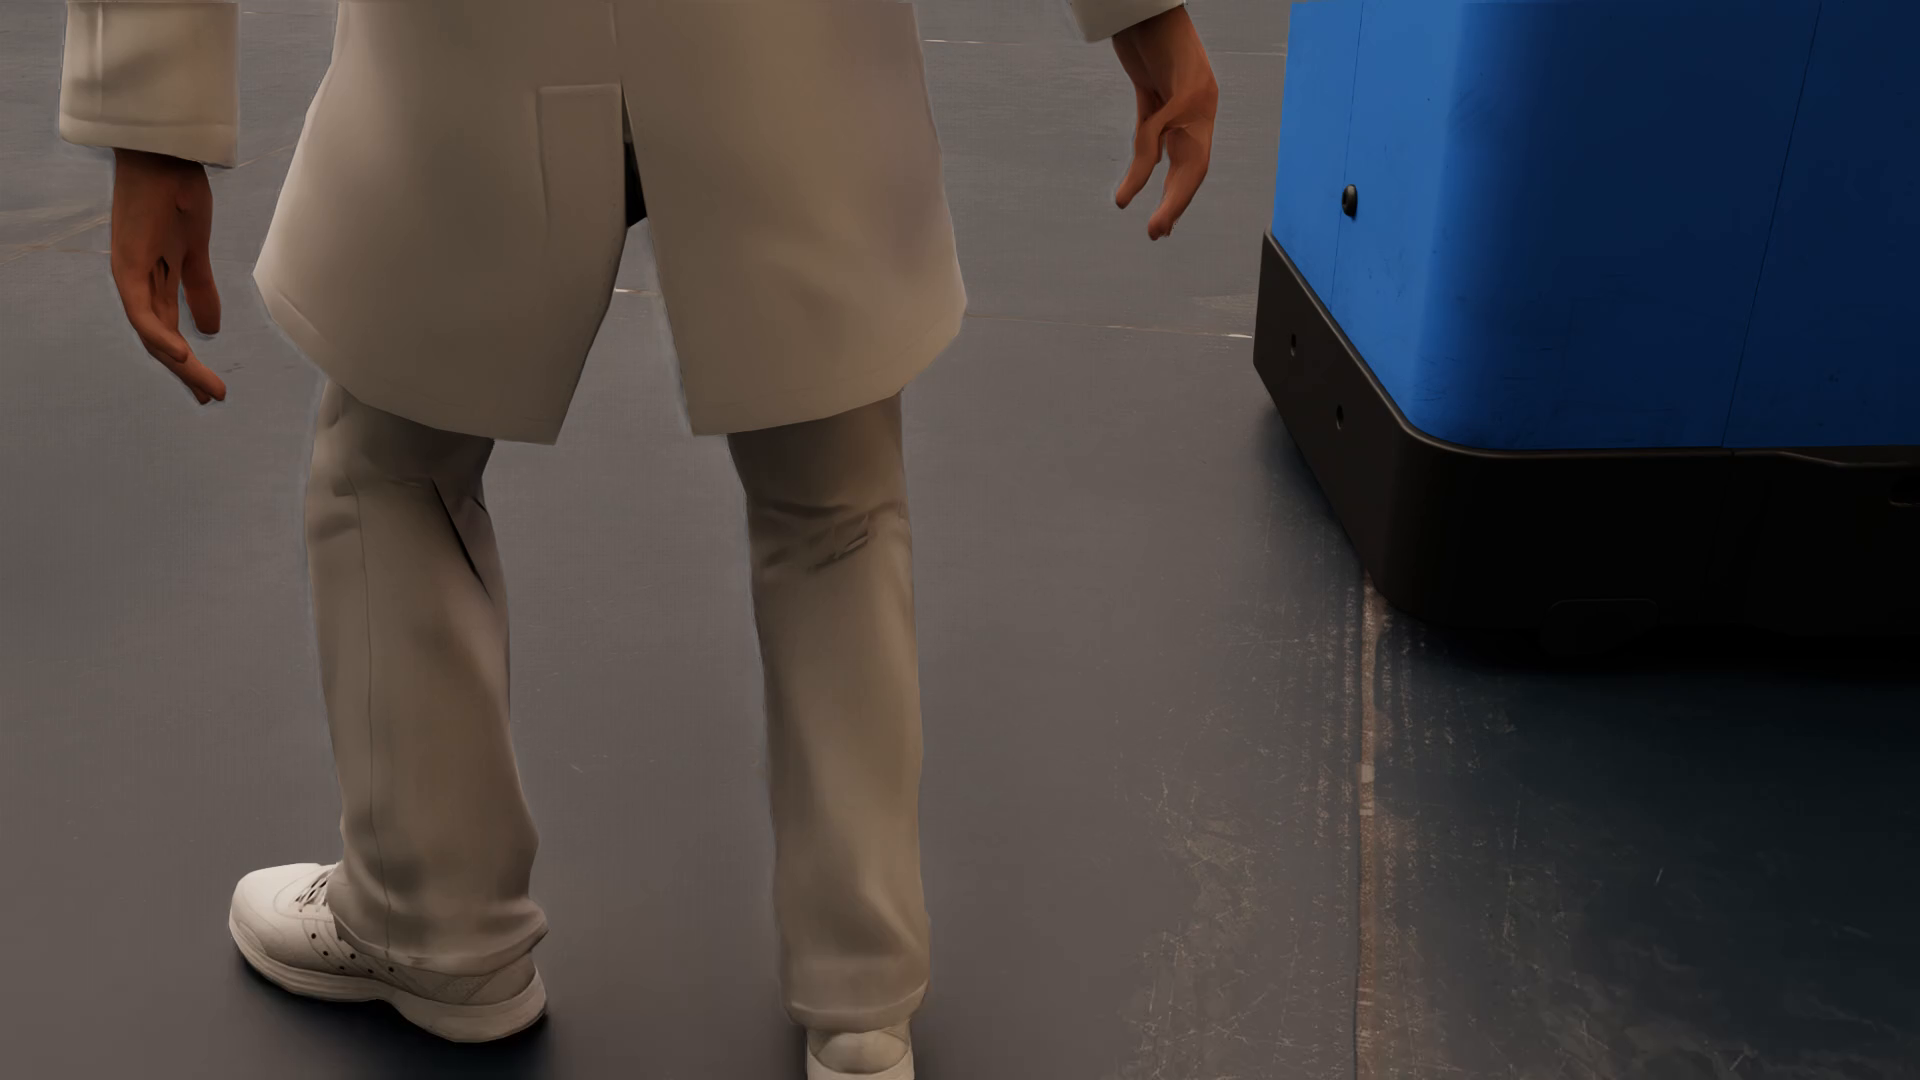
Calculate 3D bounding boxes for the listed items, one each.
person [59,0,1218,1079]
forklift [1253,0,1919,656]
[{"bbox_3d":[-0.266,-0.330,1.283,0.930,1.753,0.509,-3,27,-6],"label":"person"},{"bbox_3d":[2.052,-1.392,2.006,3.031,2.935,1.130,-1,27,-2],"label":"forklift"}]
